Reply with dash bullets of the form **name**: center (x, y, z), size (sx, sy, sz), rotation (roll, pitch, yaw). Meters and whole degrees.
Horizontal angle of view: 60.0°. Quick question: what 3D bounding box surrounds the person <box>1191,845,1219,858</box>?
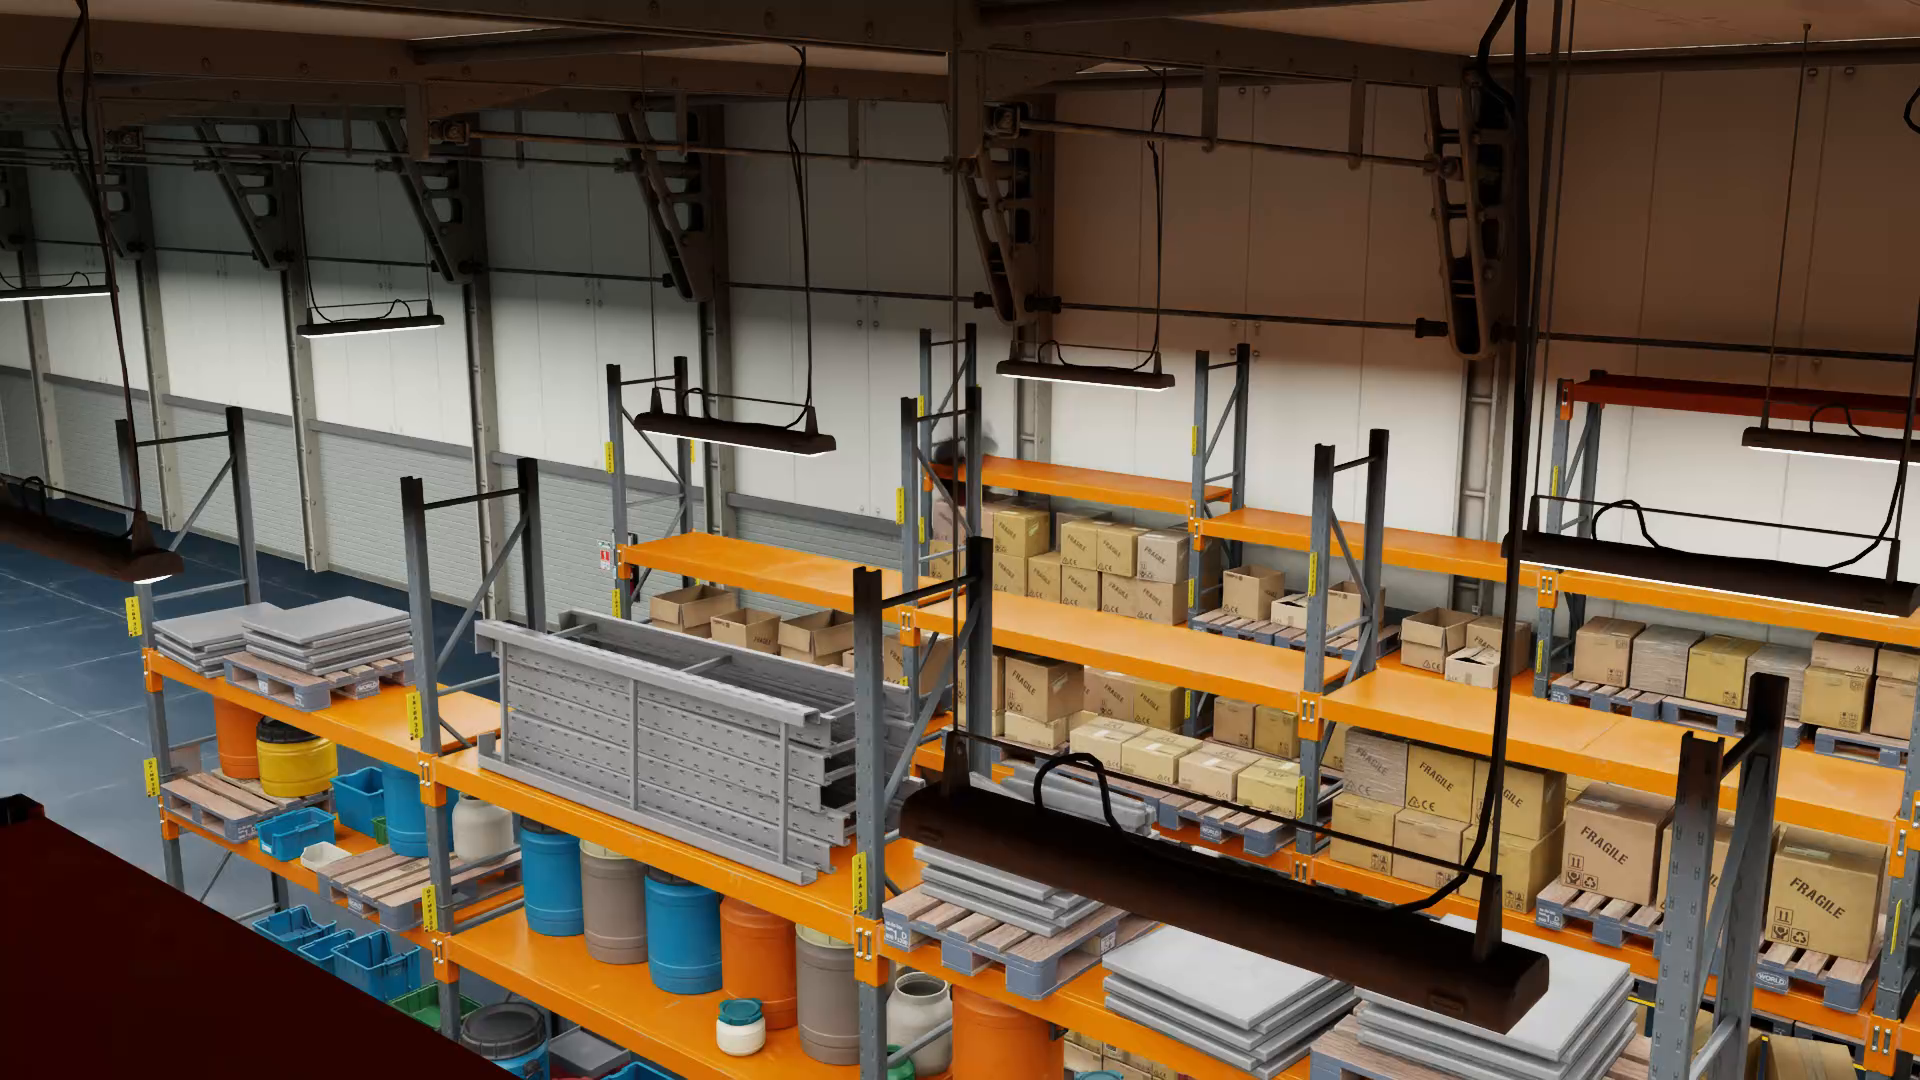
- **person**: center (2.293, 3.681, 15.752), size (1.003, 1.773, 0.659), rotation (8, 15, 33)
